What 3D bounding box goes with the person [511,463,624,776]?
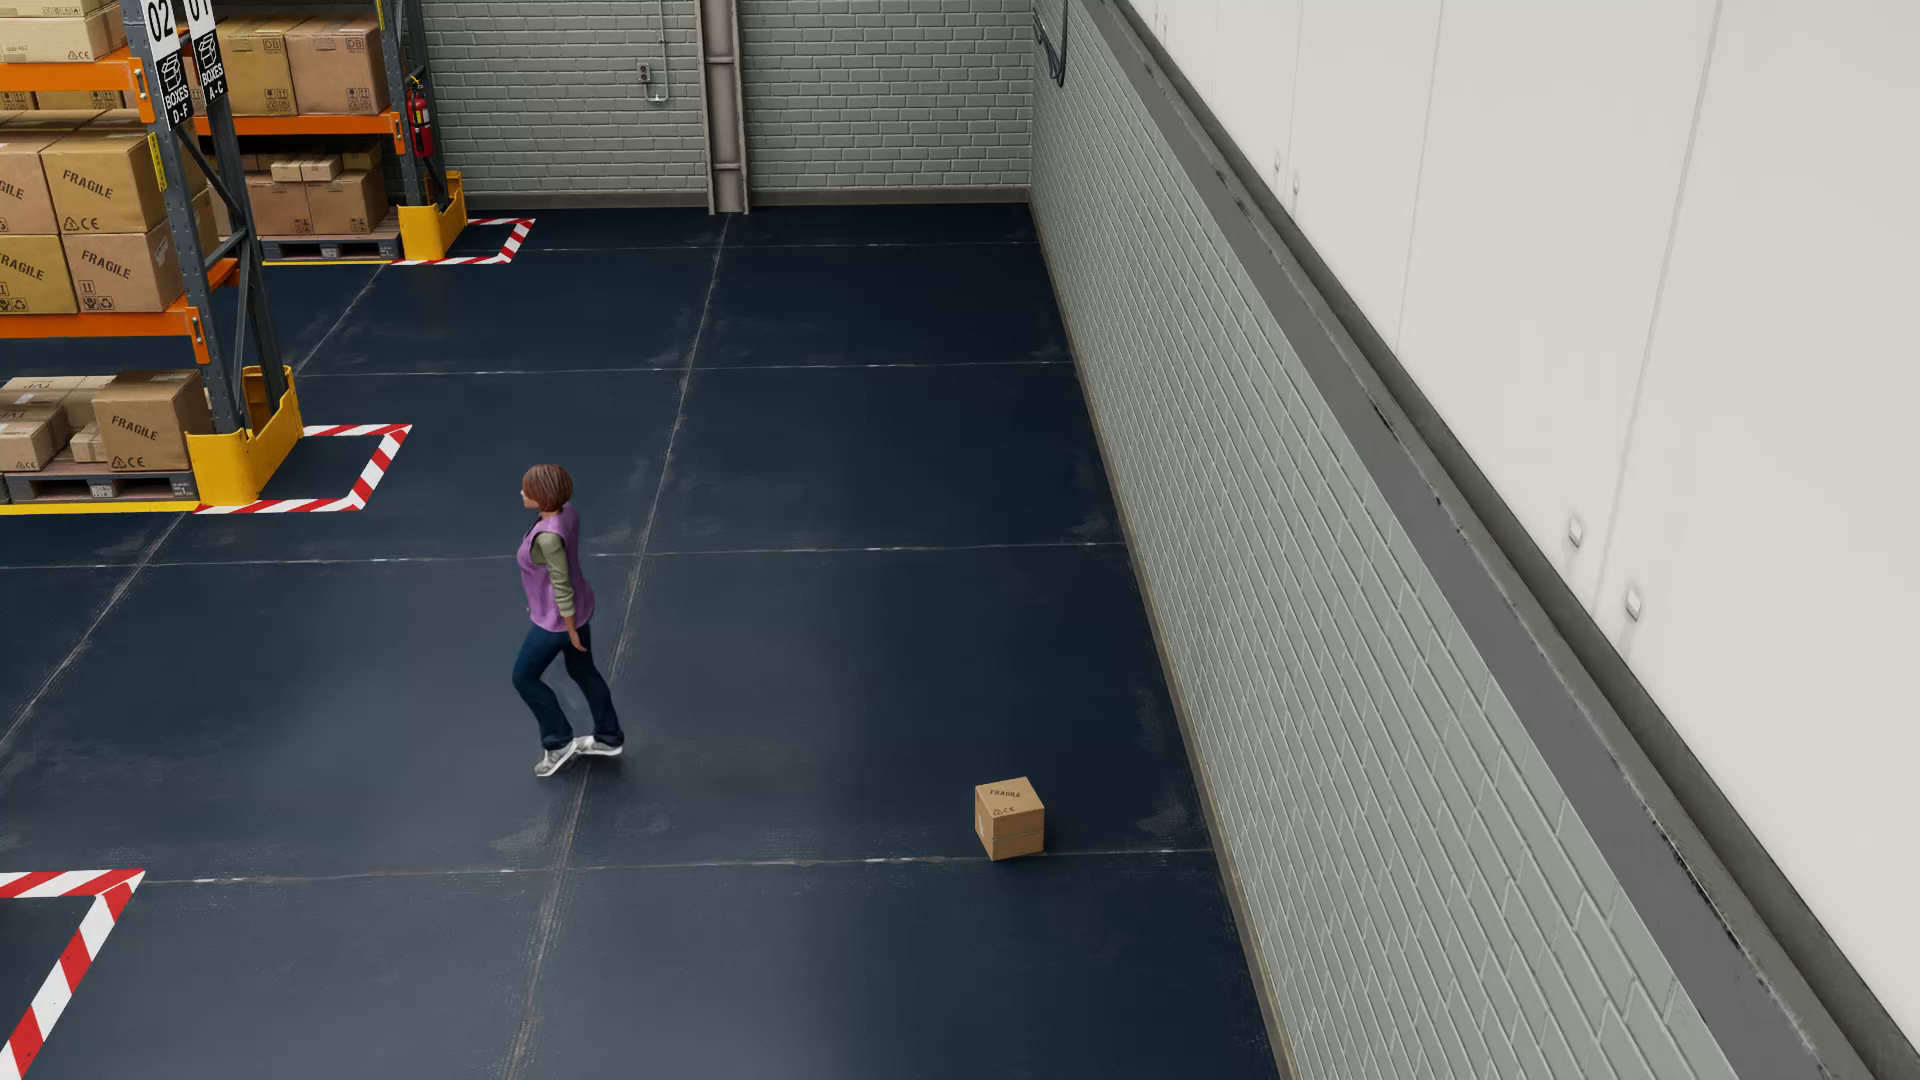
[{"bbox_3d":[-1.893,0.382,7.912,0.482,1.635,0.405,1,28,2],"label":"person"}]
